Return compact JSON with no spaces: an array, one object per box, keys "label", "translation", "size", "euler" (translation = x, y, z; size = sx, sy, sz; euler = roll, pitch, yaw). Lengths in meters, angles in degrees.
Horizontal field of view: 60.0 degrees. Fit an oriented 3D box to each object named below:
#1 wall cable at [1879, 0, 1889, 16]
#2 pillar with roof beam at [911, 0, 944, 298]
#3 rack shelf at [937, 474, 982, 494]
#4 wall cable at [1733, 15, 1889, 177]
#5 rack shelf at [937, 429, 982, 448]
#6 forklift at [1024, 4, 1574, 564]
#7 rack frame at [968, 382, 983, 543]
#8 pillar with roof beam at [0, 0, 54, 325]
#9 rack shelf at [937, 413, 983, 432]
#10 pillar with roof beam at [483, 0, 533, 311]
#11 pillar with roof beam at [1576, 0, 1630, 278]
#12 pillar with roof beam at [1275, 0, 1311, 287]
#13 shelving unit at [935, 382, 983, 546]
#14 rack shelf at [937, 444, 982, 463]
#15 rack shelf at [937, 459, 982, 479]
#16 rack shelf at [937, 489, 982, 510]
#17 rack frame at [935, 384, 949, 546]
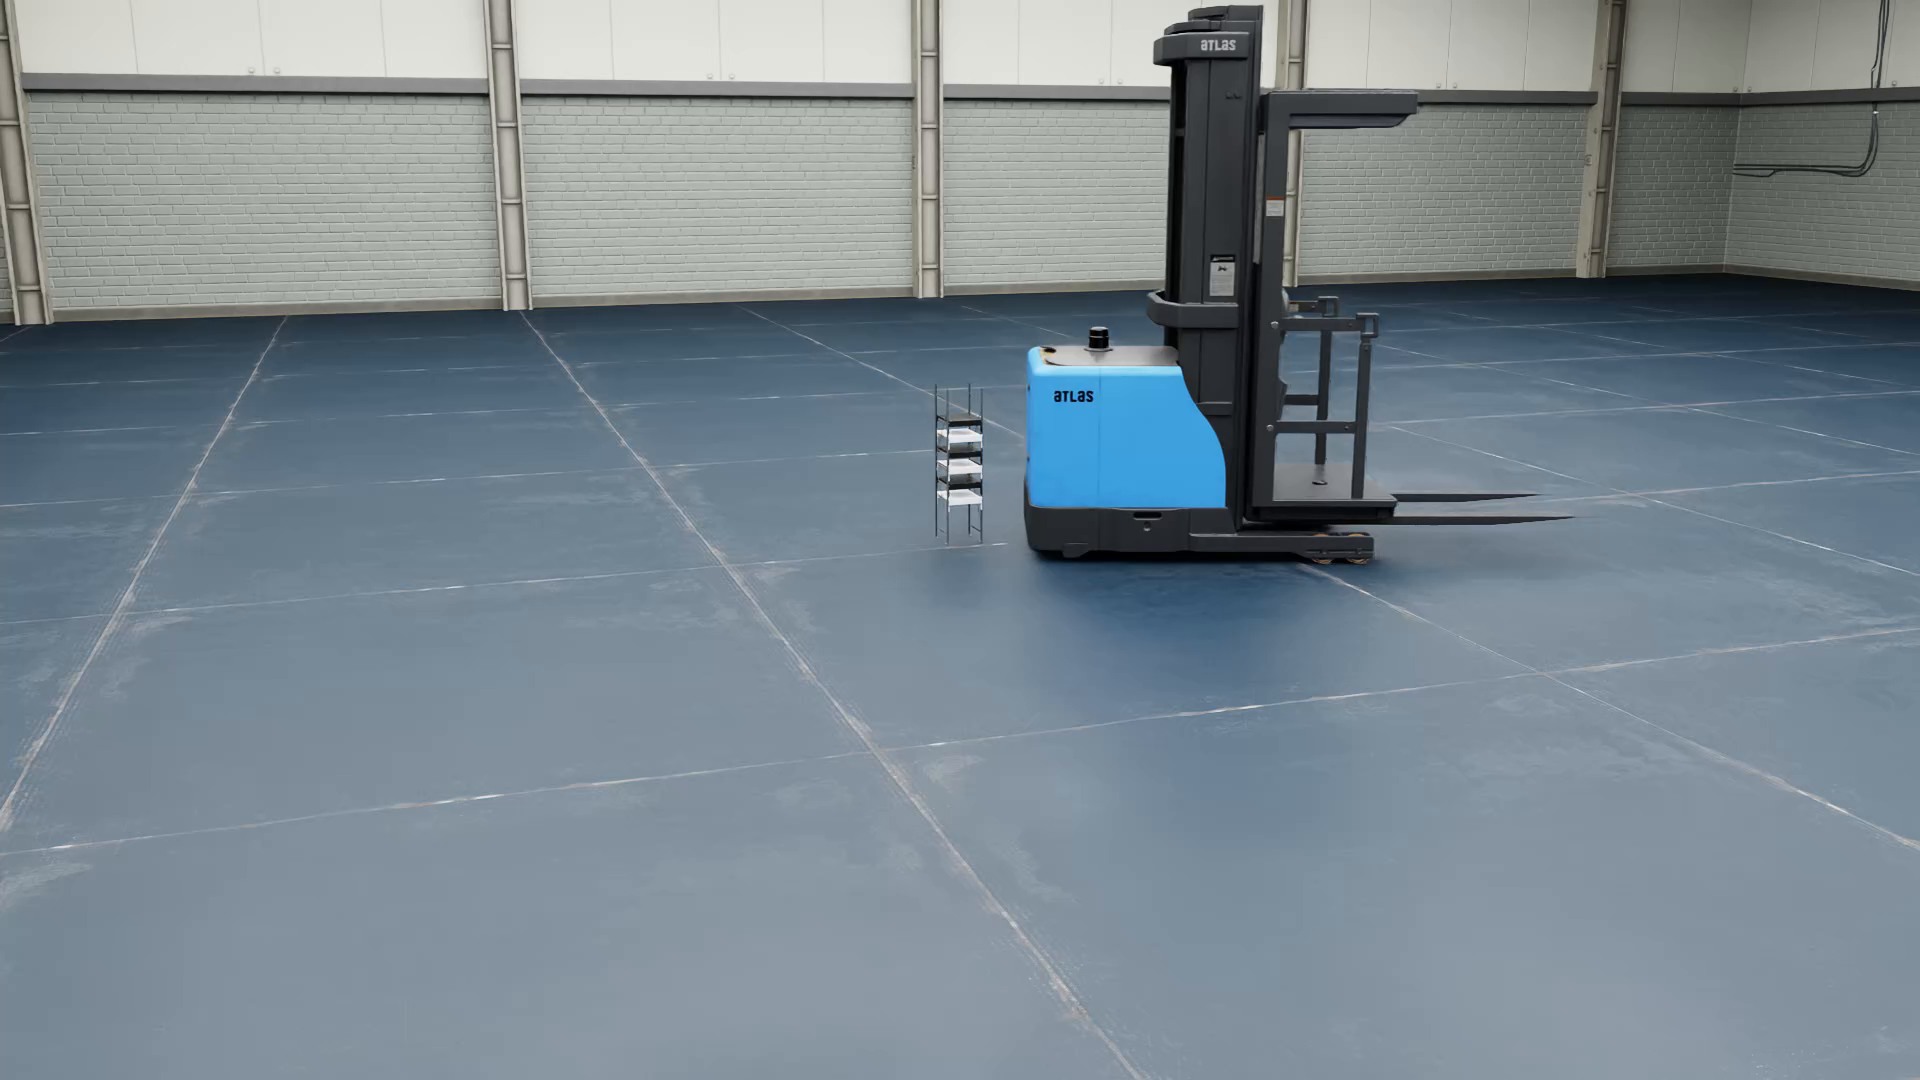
[{"label":"wall cable","translation":[14.971,-9.204,24.689],"size":[0.112,2.526,3.097],"euler":[-4,14,-18]},{"label":"pillar with roof beam","translation":[0.894,-7.094,20.021],"size":[0.400,9.000,9.100],"euler":[-4,14,-18]},{"label":"rack shelf","translation":[-0.008,-0.317,9.565],"size":[0.200,0.077,0.258],"euler":[-4,14,-18]},{"label":"wall cable","translation":[14.108,-7.341,27.768],"size":[0.112,2.526,3.097],"euler":[-4,14,-18]},{"label":"rack shelf","translation":[-0.008,-0.580,9.502],"size":[0.200,0.077,0.258],"euler":[-4,14,-18]},{"label":"forklift","translation":[1.897,-1.418,9.269],"size":[3.031,2.935,1.130],"euler":[0,13,0]},{"label":"rack frame","translation":[0.089,-0.445,9.568],"size":[0.006,0.900,0.240],"euler":[-4,14,-18]},{"label":"pillar with roof beam","translation":[-10.479,-6.209,16.298],"size":[0.400,9.000,9.100],"euler":[-4,14,-18]},{"label":"rack shelf","translation":[-0.008,-0.667,9.481],"size":[0.200,0.077,0.258],"euler":[-4,14,-18]},{"label":"pillar with roof beam","translation":[-4.793,-6.651,18.160],"size":[0.400,9.000,9.100],"euler":[-4,14,-18]},{"label":"pillar with roof beam","translation":[12.267,-7.980,23.745],"size":[0.400,9.000,9.100],"euler":[-4,14,-18]},{"label":"pillar with roof beam","translation":[6.581,-7.537,21.883],"size":[0.400,9.000,9.100],"euler":[-4,14,-18]},{"label":"shelving unit","translation":[-0.008,-0.437,9.536],"size":[0.210,0.900,0.258],"euler":[-4,14,-18]},{"label":"rack shelf","translation":[-0.008,-0.492,9.523],"size":[0.200,0.077,0.258],"euler":[-4,14,-18]},{"label":"rack shelf","translation":[-0.008,-0.405,9.544],"size":[0.200,0.077,0.258],"euler":[-4,14,-18]},{"label":"rack shelf","translation":[-0.008,-0.230,9.586],"size":[0.200,0.077,0.258],"euler":[-4,14,-18]},{"label":"rack frame","translation":[-0.104,-0.430,9.505],"size":[0.006,0.900,0.240],"euler":[-4,14,-18]}]
